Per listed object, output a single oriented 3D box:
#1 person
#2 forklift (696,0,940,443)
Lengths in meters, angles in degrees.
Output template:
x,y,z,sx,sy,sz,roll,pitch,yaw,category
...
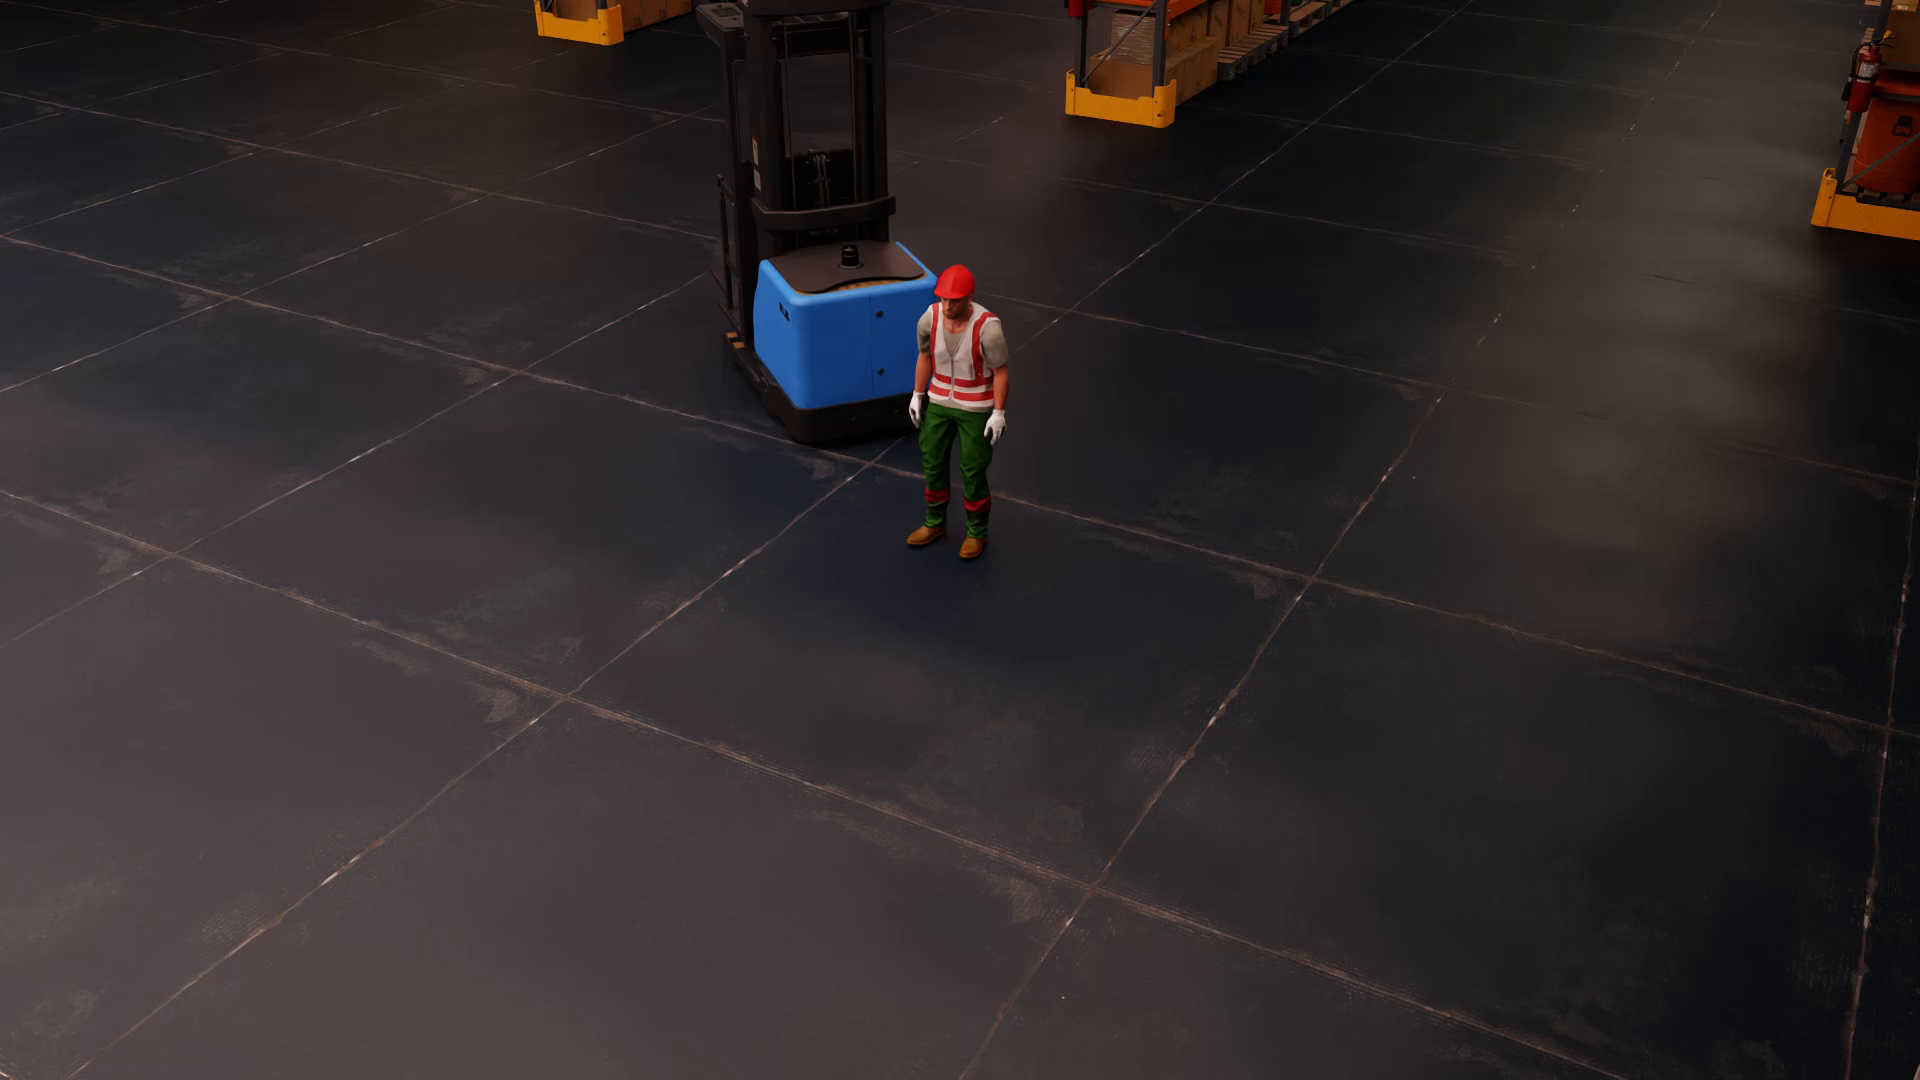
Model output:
x,y,z,sx,sy,sz,roll,pitch,yaw,category
-0.015,-0.747,9.522,0.608,1.778,0.450,14,33,23,person
-1.134,-2.633,11.632,1.130,2.935,3.031,-11,32,-19,forklift
